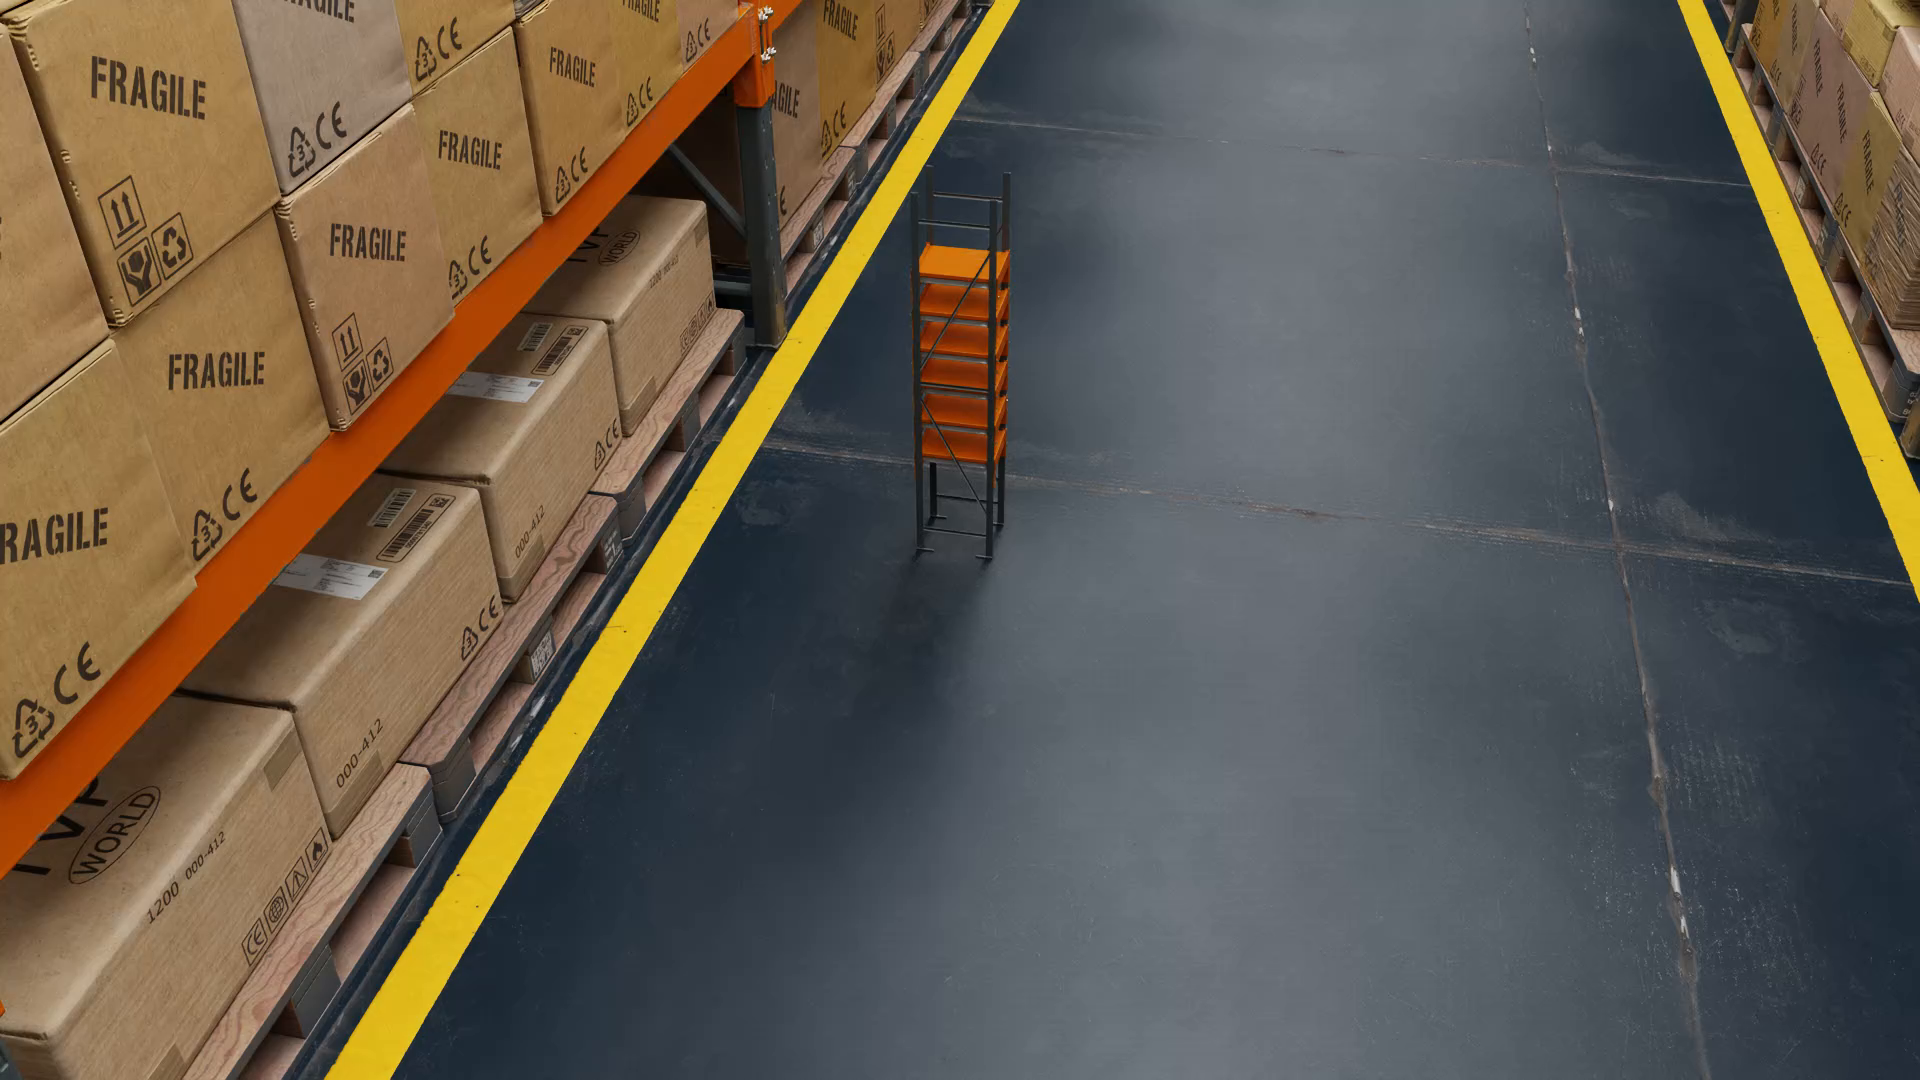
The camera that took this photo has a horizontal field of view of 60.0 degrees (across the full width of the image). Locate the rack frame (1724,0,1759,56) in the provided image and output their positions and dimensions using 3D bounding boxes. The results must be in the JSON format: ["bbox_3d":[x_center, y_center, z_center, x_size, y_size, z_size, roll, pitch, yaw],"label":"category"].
[{"bbox_3d":[4.555,-3.749,7.867,1.000,3.000,0.127,7,37,10],"label":"rack frame"}]

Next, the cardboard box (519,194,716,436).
[{"bbox_3d":[-1.396,-0.805,5.630,0.875,0.438,0.875,7,36,9],"label":"cardboard box"}]

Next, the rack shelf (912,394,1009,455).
[{"bbox_3d":[0.003,-0.361,5.006,0.258,0.103,0.180,7,37,10],"label":"rack shelf"}]

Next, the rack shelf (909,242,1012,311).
[{"bbox_3d":[0.003,-0.750,4.724,0.258,0.103,0.180,7,37,10],"label":"rack shelf"}]

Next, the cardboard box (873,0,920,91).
[{"bbox_3d":[-0.726,-2.725,7.907,0.875,0.875,0.875,8,37,11],"label":"cardboard box"}]

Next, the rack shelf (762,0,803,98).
[{"bbox_3d":[-0.730,-2.874,7.273,1.077,0.370,4.000,7,37,10],"label":"rack shelf"}]

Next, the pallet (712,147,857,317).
[{"bbox_3d":[-1.066,-1.342,6.921,1.003,0.211,1.213,7,37,10],"label":"pallet"}]

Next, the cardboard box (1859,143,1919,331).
[{"bbox_3d":[3.612,-1.070,5.943,0.500,0.500,0.500,7,36,9],"label":"cardboard box"}]

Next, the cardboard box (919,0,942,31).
[{"bbox_3d":[-0.531,-3.236,8.612,0.875,0.875,0.875,7,37,10],"label":"cardboard box"}]

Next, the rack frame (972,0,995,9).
[{"bbox_3d":[-0.303,-4.312,8.643,1.000,3.000,0.127,7,37,10],"label":"rack frame"}]

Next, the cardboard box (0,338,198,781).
[{"bbox_3d":[-1.629,-0.005,2.616,0.500,0.500,0.500,7,37,10],"label":"cardboard box"}]

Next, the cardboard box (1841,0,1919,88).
[{"bbox_3d":[3.834,-1.974,6.551,0.500,0.250,0.500,6,36,8],"label":"cardboard box"}]

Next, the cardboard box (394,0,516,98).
[{"bbox_3d":[-1.319,-1.290,3.536,0.500,0.500,0.500,7,37,10],"label":"cardboard box"}]

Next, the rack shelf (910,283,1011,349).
[{"bbox_3d":[0.003,-0.652,4.795,0.258,0.103,0.180,7,37,10],"label":"rack shelf"}]

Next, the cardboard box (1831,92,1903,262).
[{"bbox_3d":[3.722,-1.364,6.348,0.500,0.500,0.500,6,36,9],"label":"cardboard box"}]

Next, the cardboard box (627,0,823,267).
[{"bbox_3d":[-1.103,-1.694,6.484,0.875,0.875,0.875,8,37,11],"label":"cardboard box"}]

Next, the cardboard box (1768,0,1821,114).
[{"bbox_3d":[4.050,-2.245,7.564,0.500,0.500,0.500,8,37,11],"label":"cardboard box"}]

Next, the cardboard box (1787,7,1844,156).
[{"bbox_3d":[3.945,-1.950,7.157,0.500,0.500,0.500,6,36,9],"label":"cardboard box"}]

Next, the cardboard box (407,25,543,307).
[{"bbox_3d":[-1.331,-0.877,3.819,0.500,0.500,0.500,8,37,12],"label":"cardboard box"}]

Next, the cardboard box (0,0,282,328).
[{"bbox_3d":[-1.527,-0.707,2.733,0.500,0.500,0.500,6,36,9],"label":"cardboard box"}]

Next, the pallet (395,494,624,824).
[{"bbox_3d":[-1.654,0.238,4.742,1.003,0.211,1.213,7,37,10],"label":"pallet"}]

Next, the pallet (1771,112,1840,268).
[{"bbox_3d":[4.123,-1.475,7.106,1.003,0.211,1.213,7,37,10],"label":"pallet"}]

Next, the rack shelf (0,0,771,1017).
[{"bbox_3d":[-1.584,-0.581,4.108,1.077,0.370,4.000,7,37,10],"label":"rack shelf"}]

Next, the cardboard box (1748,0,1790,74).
[{"bbox_3d":[4.154,-2.534,7.962,0.500,0.500,0.500,6,36,8],"label":"cardboard box"}]

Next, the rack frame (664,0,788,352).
[{"bbox_3d":[-1.157,-2.019,5.479,1.000,3.000,0.127,7,37,10],"label":"rack frame"}]

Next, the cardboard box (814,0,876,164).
[{"bbox_3d":[-0.918,-2.213,7.200,0.875,0.875,0.875,8,37,11],"label":"cardboard box"}]

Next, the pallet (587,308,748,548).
[{"bbox_3d":[-1.396,-0.464,5.710,1.003,0.211,1.213,7,37,10],"label":"pallet"}]

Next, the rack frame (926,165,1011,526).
[{"bbox_3d":[0.023,-0.547,4.982,0.240,1.200,0.006,7,37,10],"label":"rack frame"}]

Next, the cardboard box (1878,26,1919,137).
[{"bbox_3d":[3.735,-1.669,6.131,0.500,0.250,0.500,9,37,12],"label":"cardboard box"}]

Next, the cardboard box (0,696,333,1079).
[{"bbox_3d":[-1.968,0.751,3.483,0.875,0.438,0.875,6,36,8],"label":"cardboard box"}]

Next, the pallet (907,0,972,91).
[{"bbox_3d":[-0.545,-2.740,8.851,1.003,0.211,1.213,7,37,10],"label":"pallet"}]

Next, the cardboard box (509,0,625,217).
[{"bbox_3d":[-1.204,-1.176,4.231,0.500,0.500,0.500,7,36,9],"label":"cardboard box"}]

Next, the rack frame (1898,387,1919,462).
[{"bbox_3d":[3.700,-1.456,4.703,1.000,3.000,0.127,7,37,10],"label":"rack frame"}]

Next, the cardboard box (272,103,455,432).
[{"bbox_3d":[-1.421,-0.588,3.420,0.500,0.500,0.500,7,37,10],"label":"cardboard box"}]

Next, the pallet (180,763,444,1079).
[{"bbox_3d":[-1.917,0.935,3.780,1.003,0.211,1.213,7,37,10],"label":"pallet"}]

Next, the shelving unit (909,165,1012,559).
[{"bbox_3d":[0.003,-0.494,4.909,0.258,1.200,0.189,7,37,10],"label":"shelving unit"}]

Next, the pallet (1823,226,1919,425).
[{"bbox_3d":[3.865,-0.774,6.138,1.003,0.211,1.213,7,37,10],"label":"pallet"}]

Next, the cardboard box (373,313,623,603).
[{"bbox_3d":[-1.587,-0.292,4.922,0.875,0.438,0.875,6,36,9],"label":"cardboard box"}]

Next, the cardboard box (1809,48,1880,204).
[{"bbox_3d":[3.836,-1.658,6.753,0.500,0.500,0.500,7,36,9],"label":"cardboard box"}]

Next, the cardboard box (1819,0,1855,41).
[{"bbox_3d":[3.944,-2.273,6.964,0.500,0.250,0.500,8,37,10],"label":"cardboard box"}]

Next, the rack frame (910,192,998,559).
[{"bbox_3d":[-0.016,-0.442,4.837,0.240,1.200,0.006,7,37,10],"label":"rack frame"}]

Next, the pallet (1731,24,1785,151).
[{"bbox_3d":[4.386,-2.173,8.068,1.003,0.211,1.213,7,37,10],"label":"pallet"}]

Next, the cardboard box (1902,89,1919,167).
[{"bbox_3d":[3.612,-1.377,5.726,0.500,0.250,0.500,6,36,9],"label":"cardboard box"}]

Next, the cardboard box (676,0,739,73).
[{"bbox_3d":[-1.007,-1.761,5.039,0.500,0.500,0.500,8,37,10],"label":"cardboard box"}]

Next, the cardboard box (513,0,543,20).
[{"bbox_3d":[-1.204,-1.576,3.931,0.500,0.500,0.500,8,37,11],"label":"cardboard box"}]

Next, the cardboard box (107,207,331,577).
[{"bbox_3d":[-1.548,-0.299,3.021,0.500,0.500,0.500,7,36,9],"label":"cardboard box"}]

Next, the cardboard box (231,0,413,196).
[{"bbox_3d":[-1.425,-1.004,3.141,0.500,0.500,0.500,7,37,10],"label":"cardboard box"}]

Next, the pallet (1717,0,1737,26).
[{"bbox_3d":[4.797,-3.063,9.296,1.003,0.211,1.213,7,37,10],"label":"pallet"}]

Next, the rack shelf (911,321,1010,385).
[{"bbox_3d":[0.003,-0.555,4.865,0.258,0.103,0.180,7,37,10],"label":"rack shelf"}]

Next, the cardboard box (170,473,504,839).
[{"bbox_3d":[-1.781,0.225,4.209,0.875,0.438,0.875,8,37,11],"label":"cardboard box"}]

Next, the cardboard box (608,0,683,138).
[{"bbox_3d":[-1.111,-1.466,4.631,0.500,0.500,0.500,6,36,9],"label":"cardboard box"}]

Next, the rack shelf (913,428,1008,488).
[{"bbox_3d":[0.003,-0.264,5.076,0.258,0.103,0.180,7,37,10],"label":"rack shelf"}]

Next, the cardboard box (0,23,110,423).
[{"bbox_3d":[-1.631,-0.410,2.323,0.500,0.500,0.500,7,36,9],"label":"cardboard box"}]

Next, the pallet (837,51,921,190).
[{"bbox_3d":[-0.808,-2.043,7.889,1.003,0.211,1.213,7,37,10],"label":"pallet"}]

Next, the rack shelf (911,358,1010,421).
[{"bbox_3d":[0.003,-0.458,4.935,0.258,0.103,0.180,7,37,10],"label":"rack shelf"}]
